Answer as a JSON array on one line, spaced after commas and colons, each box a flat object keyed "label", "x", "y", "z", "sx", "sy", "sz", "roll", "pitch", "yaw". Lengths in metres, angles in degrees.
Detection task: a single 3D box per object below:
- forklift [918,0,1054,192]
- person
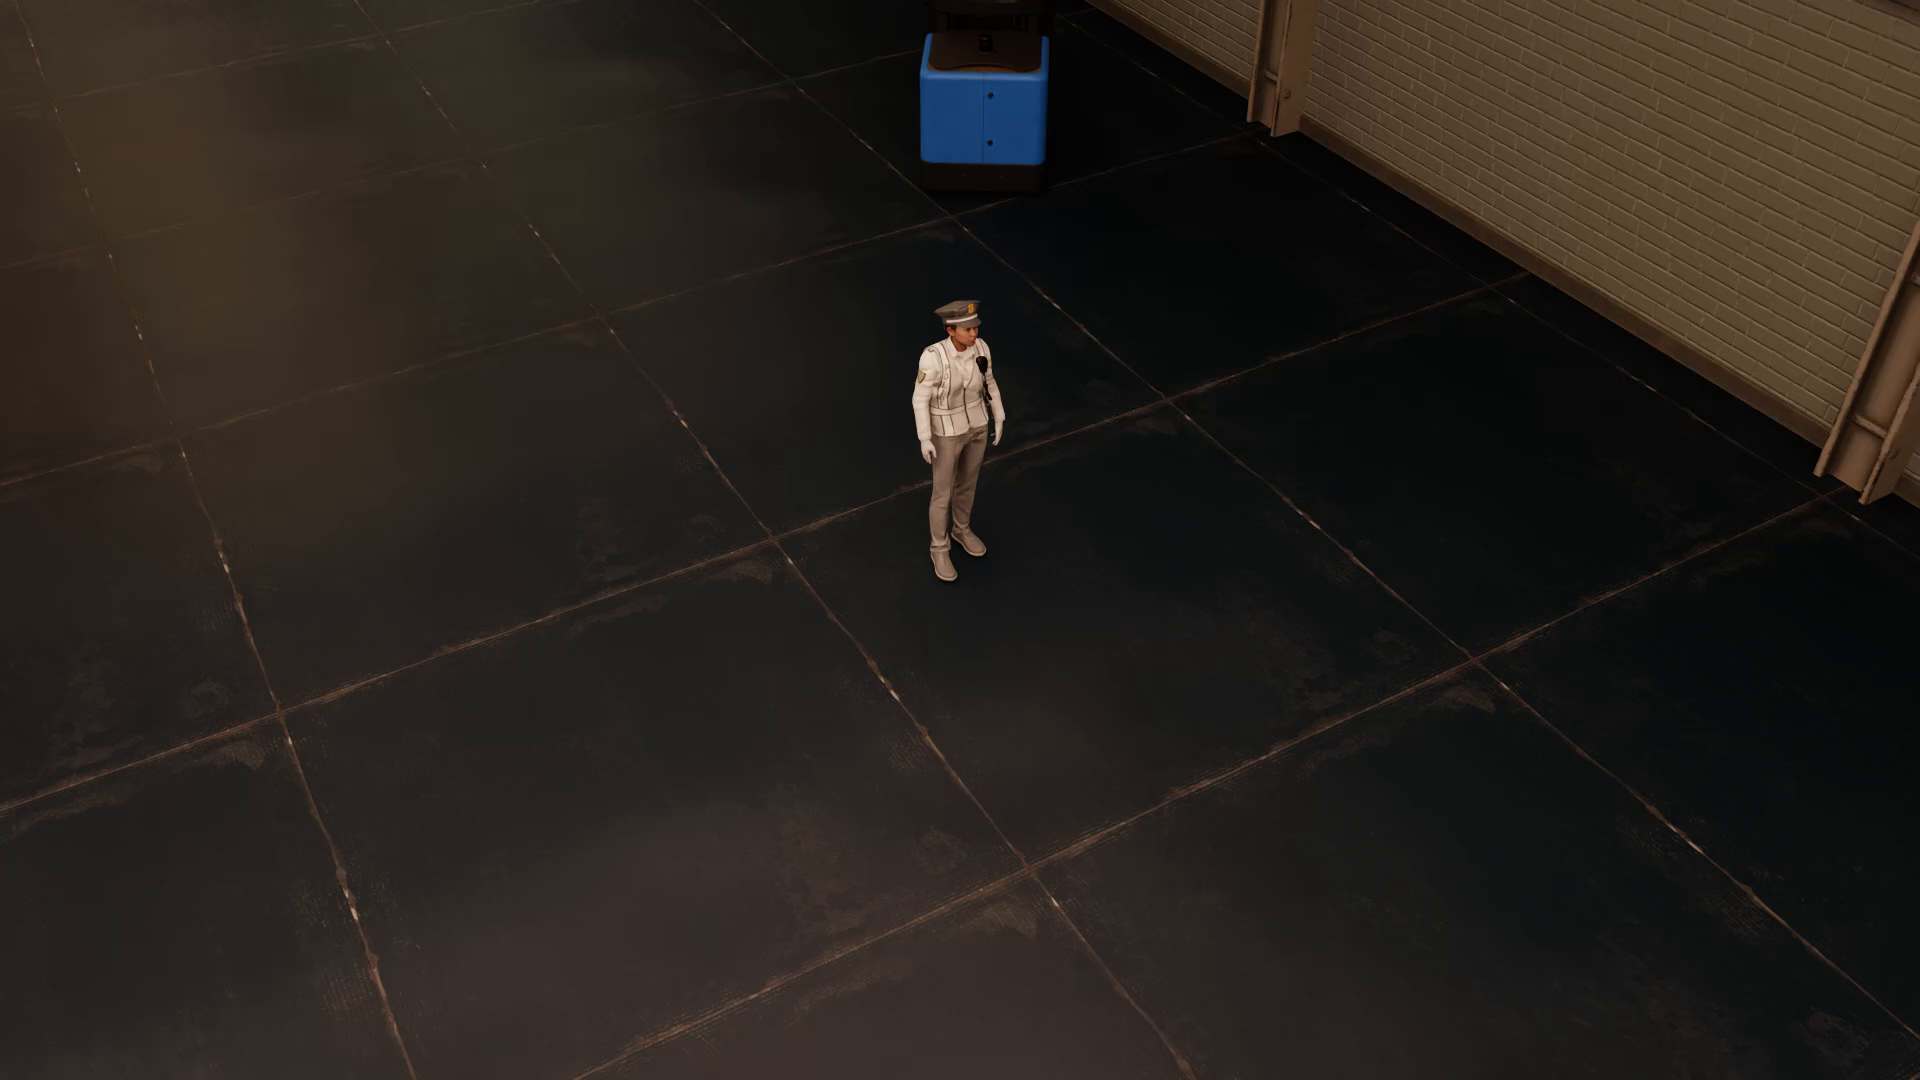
[{"label": "forklift", "x": 0.262, "y": -4.909, "z": 13.954, "sx": 1.130, "sy": 2.935, "sz": 3.031, "roll": 2, "pitch": 40, "yaw": 2}, {"label": "person", "x": 0.028, "y": -0.617, "z": 9.738, "sx": 0.586, "sy": 1.694, "sz": 0.530, "roll": -20, "pitch": 44, "yaw": -23}]
